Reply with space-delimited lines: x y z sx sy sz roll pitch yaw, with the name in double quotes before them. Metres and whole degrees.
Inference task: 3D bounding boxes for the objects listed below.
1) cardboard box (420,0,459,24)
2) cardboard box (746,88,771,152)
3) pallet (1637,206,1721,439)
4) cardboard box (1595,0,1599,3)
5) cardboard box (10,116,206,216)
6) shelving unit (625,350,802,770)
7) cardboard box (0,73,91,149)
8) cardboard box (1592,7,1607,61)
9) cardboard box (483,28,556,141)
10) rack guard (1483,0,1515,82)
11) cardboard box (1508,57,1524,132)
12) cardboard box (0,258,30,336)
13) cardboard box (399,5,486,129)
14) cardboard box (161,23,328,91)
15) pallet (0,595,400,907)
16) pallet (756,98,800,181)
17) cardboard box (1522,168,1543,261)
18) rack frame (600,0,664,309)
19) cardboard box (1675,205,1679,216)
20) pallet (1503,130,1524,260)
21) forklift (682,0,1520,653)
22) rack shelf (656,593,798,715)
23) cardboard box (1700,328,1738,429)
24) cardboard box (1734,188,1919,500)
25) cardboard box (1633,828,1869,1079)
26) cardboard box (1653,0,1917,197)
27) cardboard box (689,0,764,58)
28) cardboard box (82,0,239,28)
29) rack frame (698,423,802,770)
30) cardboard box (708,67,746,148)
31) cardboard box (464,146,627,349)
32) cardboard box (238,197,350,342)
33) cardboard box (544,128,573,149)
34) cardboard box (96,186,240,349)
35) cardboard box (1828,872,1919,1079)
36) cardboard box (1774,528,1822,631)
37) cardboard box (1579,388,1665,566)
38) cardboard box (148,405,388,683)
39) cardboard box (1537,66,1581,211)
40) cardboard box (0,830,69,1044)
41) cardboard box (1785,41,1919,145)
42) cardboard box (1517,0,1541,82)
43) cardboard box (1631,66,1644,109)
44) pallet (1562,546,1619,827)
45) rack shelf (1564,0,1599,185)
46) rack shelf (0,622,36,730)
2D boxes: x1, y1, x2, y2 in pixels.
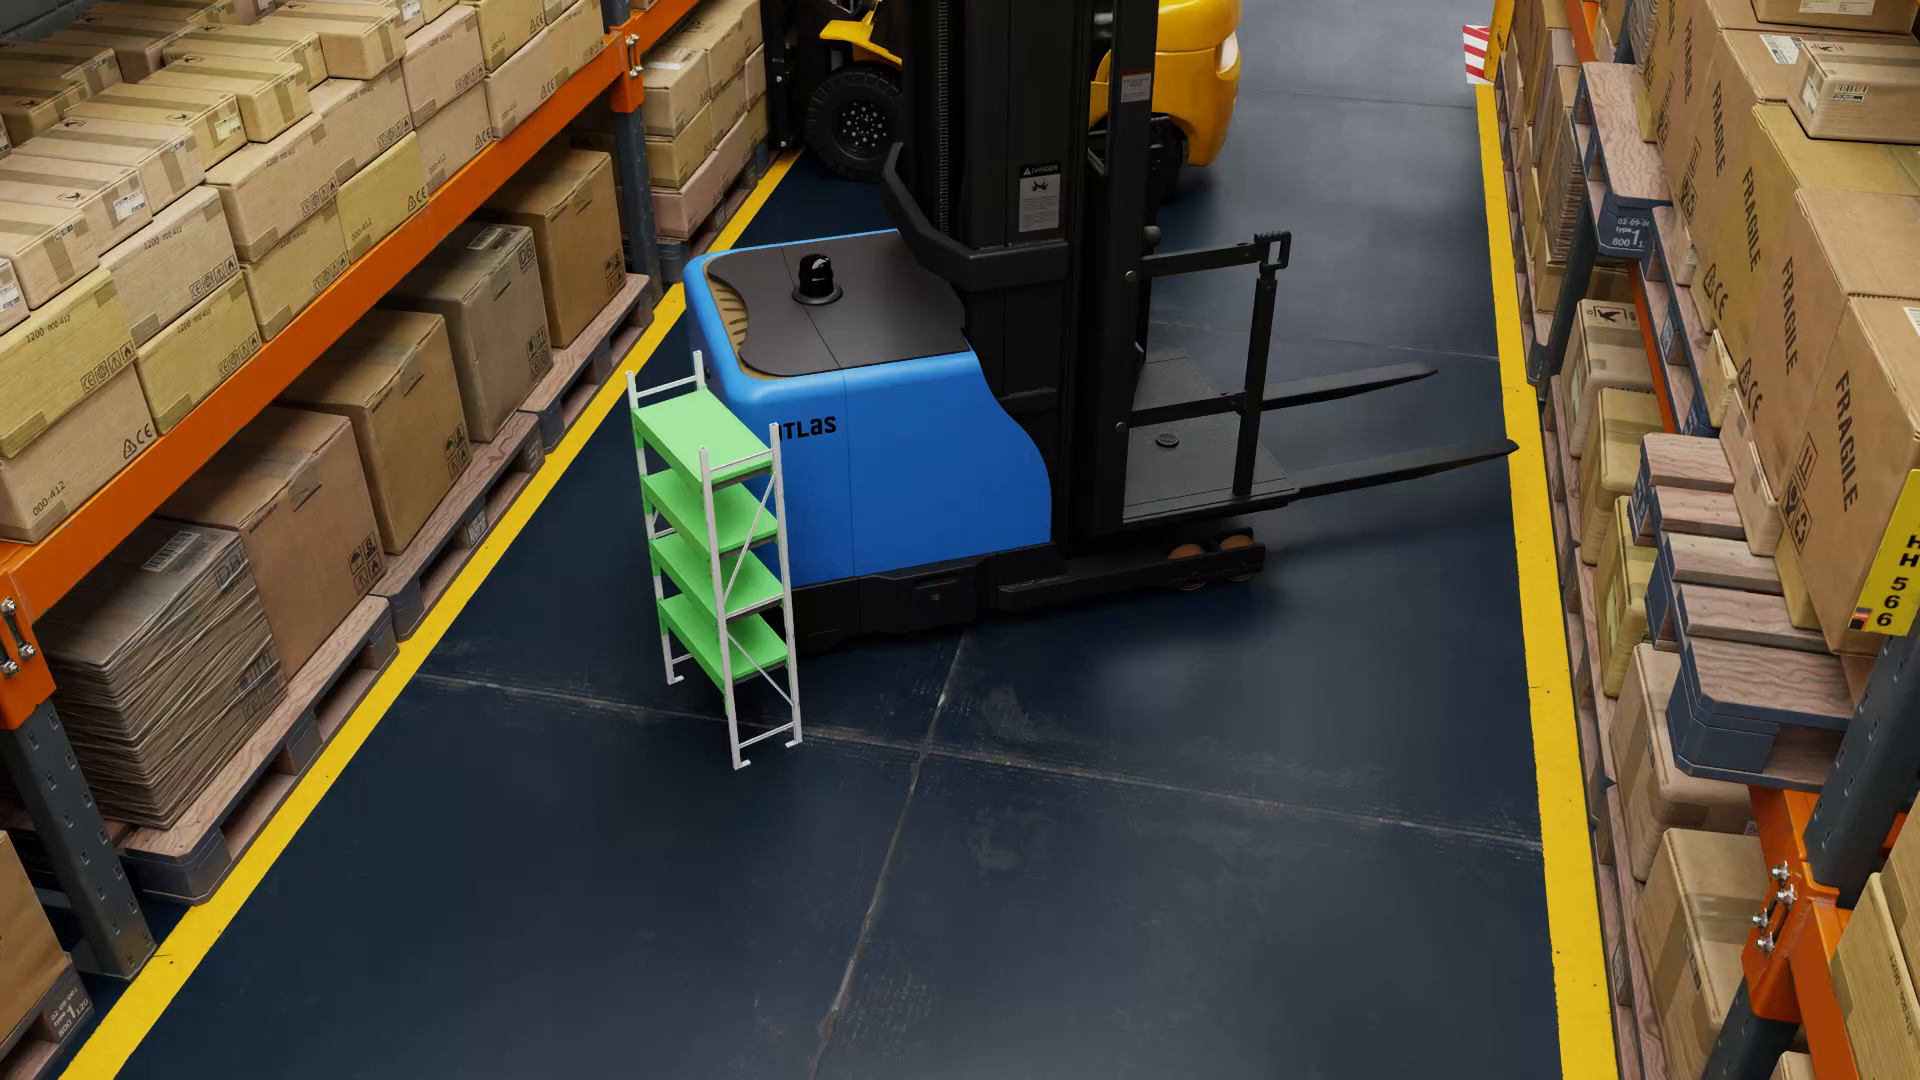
"cardboard box" -1.938 -1.874 5.642 0.380 0.149 0.250 6 36 9
"cardboard box" -1.282 -2.270 8.812 0.500 0.250 0.500 8 37 11
"pallet" 2.482 -0.537 4.599 1.003 0.211 1.213 7 37 10
"cardboard box" 2.909 -2.511 6.820 0.500 0.500 0.500 9 37 12
"cardboard box" -2.266 -0.999 4.435 0.380 0.149 0.250 8 37 10
"shelving unit" -0.745 0.079 5.119 0.258 1.200 0.503 -21 41 -26
"cardboard box" -2.701 -1.204 4.718 0.380 0.149 0.250 7 37 10
"cardboard box" 2.771 -2.033 6.713 0.380 0.149 0.250 8 37 11
"cardboard box" -1.851 -1.717 6.191 0.500 0.250 0.500 7 37 10
"rack guard" 3.791 -3.006 9.971 1.175 0.500 0.348 7 37 10
"cardboard box" 3.249 -2.399 8.989 0.500 0.250 0.500 9 37 12
"cardboard box" -2.395 -0.544 3.807 0.380 0.149 0.250 8 37 11
"cardboard box" -1.969 -1.628 5.642 0.500 0.250 0.500 8 37 11
"cardboard box" -2.169 -1.446 5.052 0.380 0.149 0.250 7 37 10
"pallet" -2.537 0.567 5.288 1.003 0.211 1.213 7 37 10
"pallet" -1.427 -2.411 9.397 1.003 0.211 1.213 7 37 10
"cardboard box" 2.921 -1.504 7.754 0.500 0.250 0.500 6 36 9
"rack frame" -1.897 -2.388 6.989 1.000 3.000 0.127 7 37 10
"cardboard box" 2.328 -0.961 4.877 0.380 0.149 0.250 8 37 10
"pallet" 3.321 -1.730 8.457 1.003 0.211 1.213 7 37 10
"forklift" 0.597 -1.292 5.535 3.031 2.935 1.130 -10 37 -13
"rack shelf" -0.745 0.325 5.297 0.258 0.148 0.480 -21 41 -26
"cardboard box" 2.042 -0.376 4.070 0.380 0.149 0.250 8 37 11
"cardboard box" 2.024 -0.399 3.548 0.500 0.500 0.500 7 36 9
"cardboard box" 2.229 1.096 4.063 0.950 0.372 0.625 5 36 7
"cardboard box" 2.348 -1.297 4.787 0.500 0.500 0.500 7 37 10
"cardboard box" -1.273 -2.666 8.506 0.500 0.250 0.500 9 37 12
"cardboard box" -2.552 -1.648 5.331 0.380 0.149 0.250 8 37 10
"rack frame" -0.612 0.199 4.954 0.240 1.200 0.015 -21 41 -26
"cardboard box" -1.386 -2.175 8.254 0.500 0.250 0.500 7 37 10
"cardboard box" -1.997 -1.296 7.148 0.875 0.625 0.625 9 37 12
"cardboard box" -2.202 -0.842 4.983 0.500 0.250 0.500 6 36 8
"cardboard box" -1.993 -1.952 7.947 0.500 0.250 0.500 7 36 9
"cardboard box" -2.309 -0.747 4.427 0.500 0.250 0.500 8 37 11
"cardboard box" 1.749 0.835 2.670 0.500 0.250 0.500 7 36 9
"cardboard box" 1.926 0.077 3.445 0.380 0.149 0.250 8 37 11
"cardboard box" 2.694 -0.161 5.797 0.950 0.372 0.625 10 37 13
"cardboard box" -2.473 -0.035 5.408 0.875 0.625 0.625 8 37 11
"cardboard box" 2.924 -1.793 7.514 0.500 0.500 0.500 8 37 11
"cardboard box" -2.631 1.016 4.064 0.500 0.500 0.500 8 37 11
"cardboard box" 2.173 -1.042 3.882 0.380 0.149 0.250 6 36 8
"cardboard box" 3.253 -2.680 8.738 0.500 0.500 0.500 6 36 8
"cardboard box" 2.527 -1.559 5.701 0.380 0.149 0.250 8 37 11
"pallet" 2.530 0.509 5.368 1.003 0.211 1.213 7 37 10
"rack shelf" 3.381 -2.623 7.927 1.077 0.370 4.000 7 37 10
"rack shelf" -3.178 1.343 2.454 1.077 0.370 4.000 7 37 10
